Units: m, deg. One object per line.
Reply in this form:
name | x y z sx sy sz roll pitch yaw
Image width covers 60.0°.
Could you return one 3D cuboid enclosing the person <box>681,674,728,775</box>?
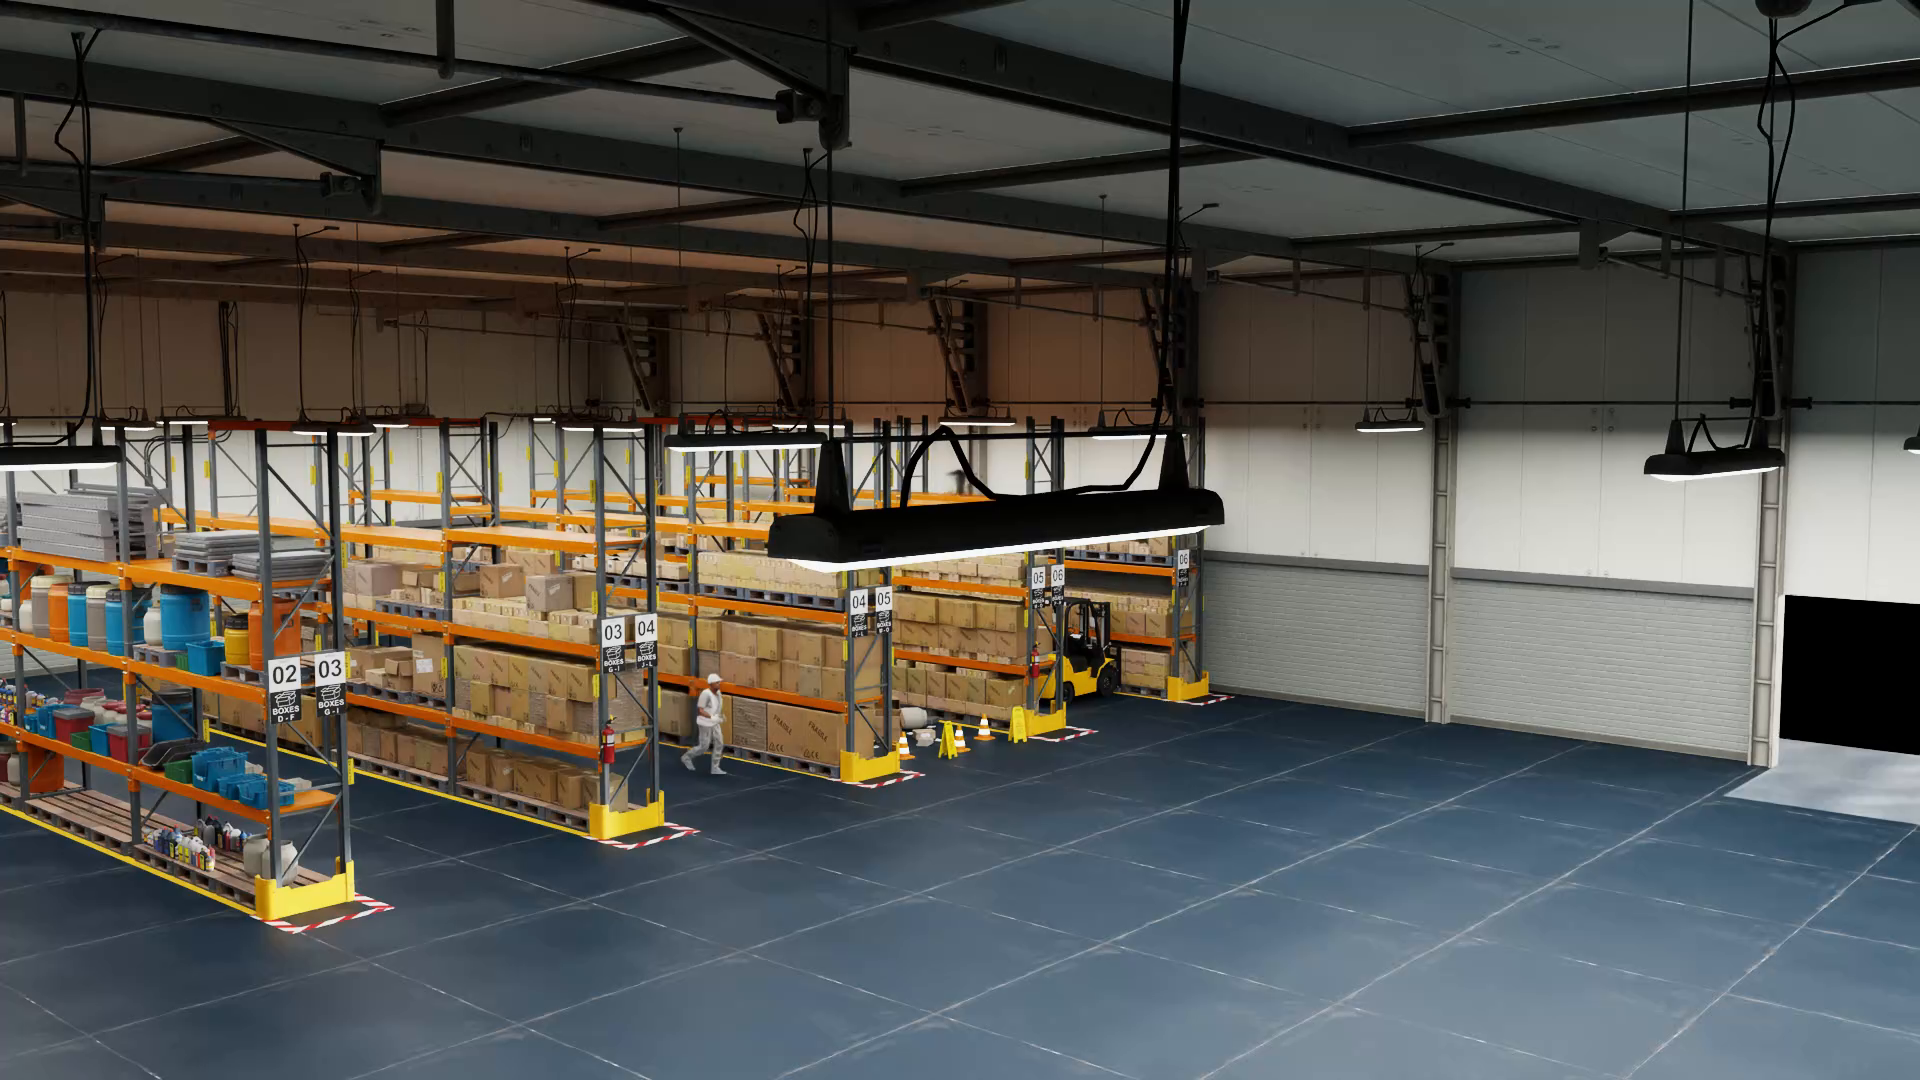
person | -4.340 3.120 28.240 0.872 1.740 0.685 2 5 25
